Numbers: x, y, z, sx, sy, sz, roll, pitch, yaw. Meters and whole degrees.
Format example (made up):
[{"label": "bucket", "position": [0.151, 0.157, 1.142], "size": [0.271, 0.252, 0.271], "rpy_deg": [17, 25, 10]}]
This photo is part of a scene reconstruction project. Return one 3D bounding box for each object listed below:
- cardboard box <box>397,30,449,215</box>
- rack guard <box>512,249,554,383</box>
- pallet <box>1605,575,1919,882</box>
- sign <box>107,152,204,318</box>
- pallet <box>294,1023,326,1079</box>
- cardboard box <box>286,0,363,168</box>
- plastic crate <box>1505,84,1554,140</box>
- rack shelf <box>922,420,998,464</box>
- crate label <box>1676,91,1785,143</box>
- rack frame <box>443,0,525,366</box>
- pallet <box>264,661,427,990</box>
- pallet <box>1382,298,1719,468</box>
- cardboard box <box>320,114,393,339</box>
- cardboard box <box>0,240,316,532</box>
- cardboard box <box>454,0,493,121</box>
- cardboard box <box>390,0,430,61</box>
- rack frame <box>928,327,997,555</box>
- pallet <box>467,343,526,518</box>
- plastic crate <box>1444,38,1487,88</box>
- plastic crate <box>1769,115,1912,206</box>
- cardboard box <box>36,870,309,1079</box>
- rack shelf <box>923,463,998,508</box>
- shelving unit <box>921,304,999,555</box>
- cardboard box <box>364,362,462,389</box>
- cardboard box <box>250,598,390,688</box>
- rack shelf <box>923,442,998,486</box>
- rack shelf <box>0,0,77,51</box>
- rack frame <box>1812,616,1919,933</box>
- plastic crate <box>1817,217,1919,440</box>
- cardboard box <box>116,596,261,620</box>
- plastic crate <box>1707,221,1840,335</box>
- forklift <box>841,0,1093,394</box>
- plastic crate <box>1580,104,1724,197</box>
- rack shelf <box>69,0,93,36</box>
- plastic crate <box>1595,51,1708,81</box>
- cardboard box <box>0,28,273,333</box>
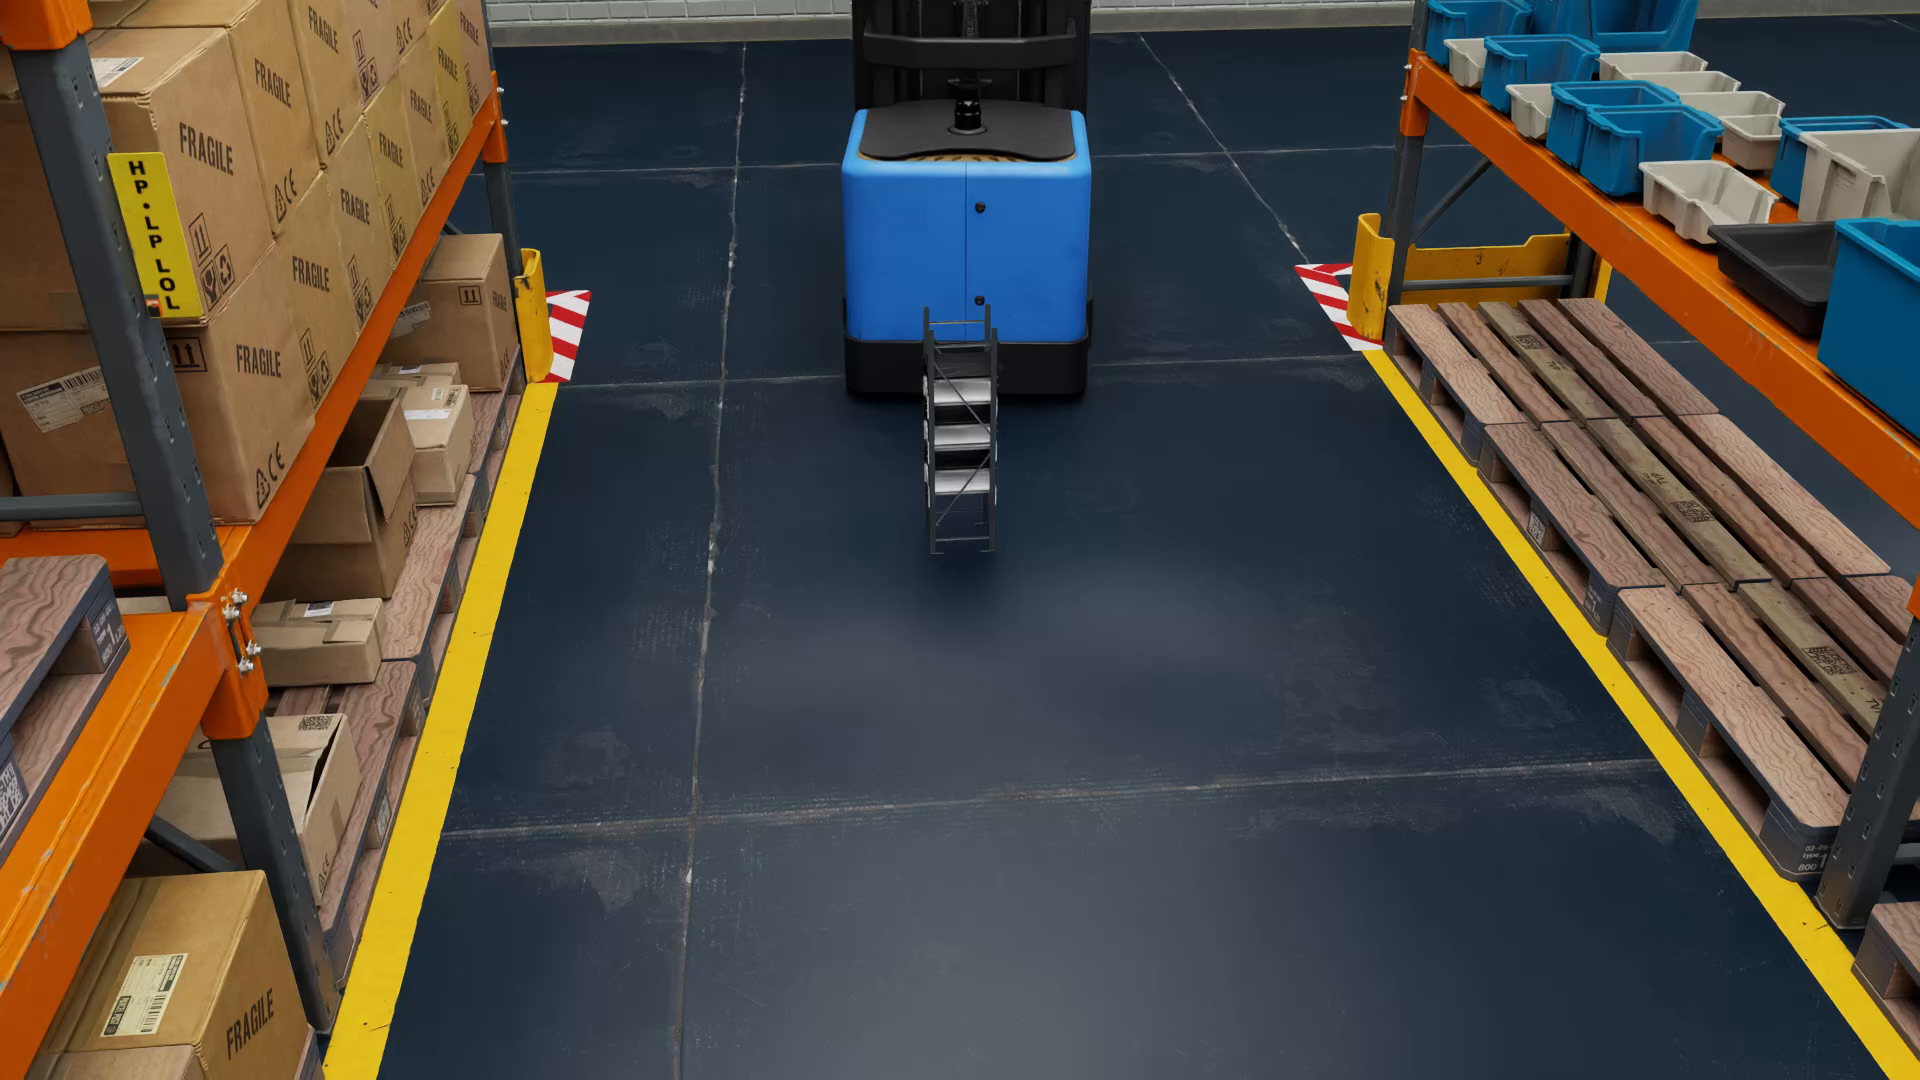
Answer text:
[{"label": "cardboard box", "position": [-2.047, -1.400, 5.571], "size": [0.500, 0.500, 0.500], "rpy_deg": [-3, 31, -4]}, {"label": "rack guard", "position": [-2.446, -0.980, 7.404], "size": [1.175, 0.500, 0.348], "rpy_deg": [-3, 31, -5]}, {"label": "pallet", "position": [2.746, 0.538, 5.143], "size": [1.003, 0.211, 1.213], "rpy_deg": [-3, 31, -5]}, {"label": "sign", "position": [-1.527, -0.576, 3.159], "size": [0.100, 0.325, 0.005], "rpy_deg": [-3, 31, -5]}, {"label": "pallet", "position": [-1.965, 1.561, 3.431], "size": [1.003, 0.211, 1.213], "rpy_deg": [-3, 31, -5]}, {"label": "cardboard box", "position": [-1.939, -1.302, 4.432], "size": [0.500, 0.500, 0.500], "rpy_deg": [-4, 31, -6]}, {"label": "plastic crate", "position": [2.186, -1.584, 6.176], "size": [0.250, 0.136, 0.298], "rpy_deg": [-3, 31, -5]}, {"label": "rack shelf", "position": [-0.001, -0.362, 6.043], "size": [0.258, 0.077, 0.200], "rpy_deg": [-3, 31, -5]}, {"label": "crate label", "position": [2.799, -1.543, 6.106], "size": [0.396, 0.136, 0.243], "rpy_deg": [-3, 31, -5]}, {"label": "rack frame", "position": [-2.453, -2.092, 6.828], "size": [1.000, 3.000, 0.127], "rpy_deg": [-3, 31, -5]}, {"label": "pallet", "position": [-2.142, 0.797, 4.711], "size": [1.003, 0.211, 1.213], "rpy_deg": [-3, 31, -5]}, {"label": "pallet", "position": [2.518, -0.708, 7.229], "size": [1.003, 0.211, 1.213], "rpy_deg": [-3, 31, -5]}, {"label": "cardboard box", "position": [-1.951, -0.883, 4.706], "size": [0.500, 0.500, 0.500], "rpy_deg": [-3, 31, -5]}, {"label": "cardboard box", "position": [-1.855, -0.366, 3.840], "size": [0.500, 0.500, 0.500], "rpy_deg": [-2, 31, -3]}, {"label": "cardboard box", "position": [-2.140, -1.920, 6.441], "size": [0.500, 0.500, 0.500], "rpy_deg": [-2, 31, -3]}, {"label": "cardboard box", "position": [-2.036, -1.828, 5.313], "size": [0.500, 0.500, 0.500], "rpy_deg": [-2, 31, -3]}, {"label": "rack frame", "position": [0.009, -0.339, 5.939], "size": [0.240, 0.900, 0.006], "rpy_deg": [-3, 31, -5]}, {"label": "pallet", "position": [-2.370, -0.449, 6.796], "size": [1.003, 0.211, 1.213], "rpy_deg": [-3, 31, -5]}, {"label": "plastic crate", "position": [2.122, -1.931, 6.756], "size": [0.250, 0.136, 0.298], "rpy_deg": [-3, 31, -5]}, {"label": "plastic crate", "position": [2.926, -1.245, 5.514], "size": [0.416, 0.233, 0.300], "rpy_deg": [-3, 31, -5]}, {"label": "cardboard box", "position": [-1.748, 1.072, 3.538], "size": [0.500, 0.500, 0.500], "rpy_deg": [-3, 31, -5]}, {"label": "rack shelf", "position": [-0.001, -0.207, 6.136], "size": [0.258, 0.077, 0.200], "rpy_deg": [-3, 31, -5]}, {"label": "shelving unit", "position": [-0.001, -0.390, 6.026], "size": [0.258, 0.900, 0.210], "rpy_deg": [-3, 31, -5]}, {"label": "cardboard box", "position": [-2.208, -0.588, 6.643], "size": [0.380, 0.166, 0.250], "rpy_deg": [-3, 31, -5]}, {"label": "cardboard box", "position": [-1.994, 0.312, 5.137], "size": [0.380, 0.166, 0.250], "rpy_deg": [-3, 31, -5]}, {"label": "rack shelf", "position": [-0.001, -0.285, 6.089], "size": [0.258, 0.077, 0.200], "rpy_deg": [-3, 31, -5]}, {"label": "rack shelf", "position": [-1.892, -0.008, 1.114], "size": [1.077, 0.370, 4.000], "rpy_deg": [-3, 31, -5]}, {"label": "rack frame", "position": [2.853, -0.285, 3.803], "size": [1.000, 3.000, 0.127], "rpy_deg": [-3, 31, -5]}, {"label": "plastic crate", "position": [2.470, -0.526, 4.163], "size": [0.392, 0.384, 0.575], "rpy_deg": [-3, 31, -5]}, {"label": "cardboard box", "position": [-2.485, 0.255, 5.091], "size": [0.500, 0.311, 0.500], "rpy_deg": [-3, 31, -5]}, {"label": "plastic crate", "position": [2.481, -0.752, 4.793], "size": [0.437, 0.125, 0.590], "rpy_deg": [-3, 31, -5]}, {"label": "forklift", "position": [0.056, -2.604, 7.752], "size": [1.130, 2.935, 3.031], "rpy_deg": [1, 31, 1]}, {"label": "plastic crate", "position": [2.326, -1.314, 5.630], "size": [0.416, 0.233, 0.300], "rpy_deg": [-3, 31, -5]}, {"label": "rack shelf", "position": [-2.266, -2.050, 4.533], "size": [1.077, 0.370, 4.000], "rpy_deg": [-3, 31, -5]}, {"label": "plastic crate", "position": [2.736, -1.833, 6.591], "size": [0.396, 0.136, 0.243], "rpy_deg": [-3, 31, -5]}, {"label": "cardboard box", "position": [-1.843, -0.776, 3.552], "size": [0.500, 0.500, 0.500], "rpy_deg": [-2, 31, -3]}]
